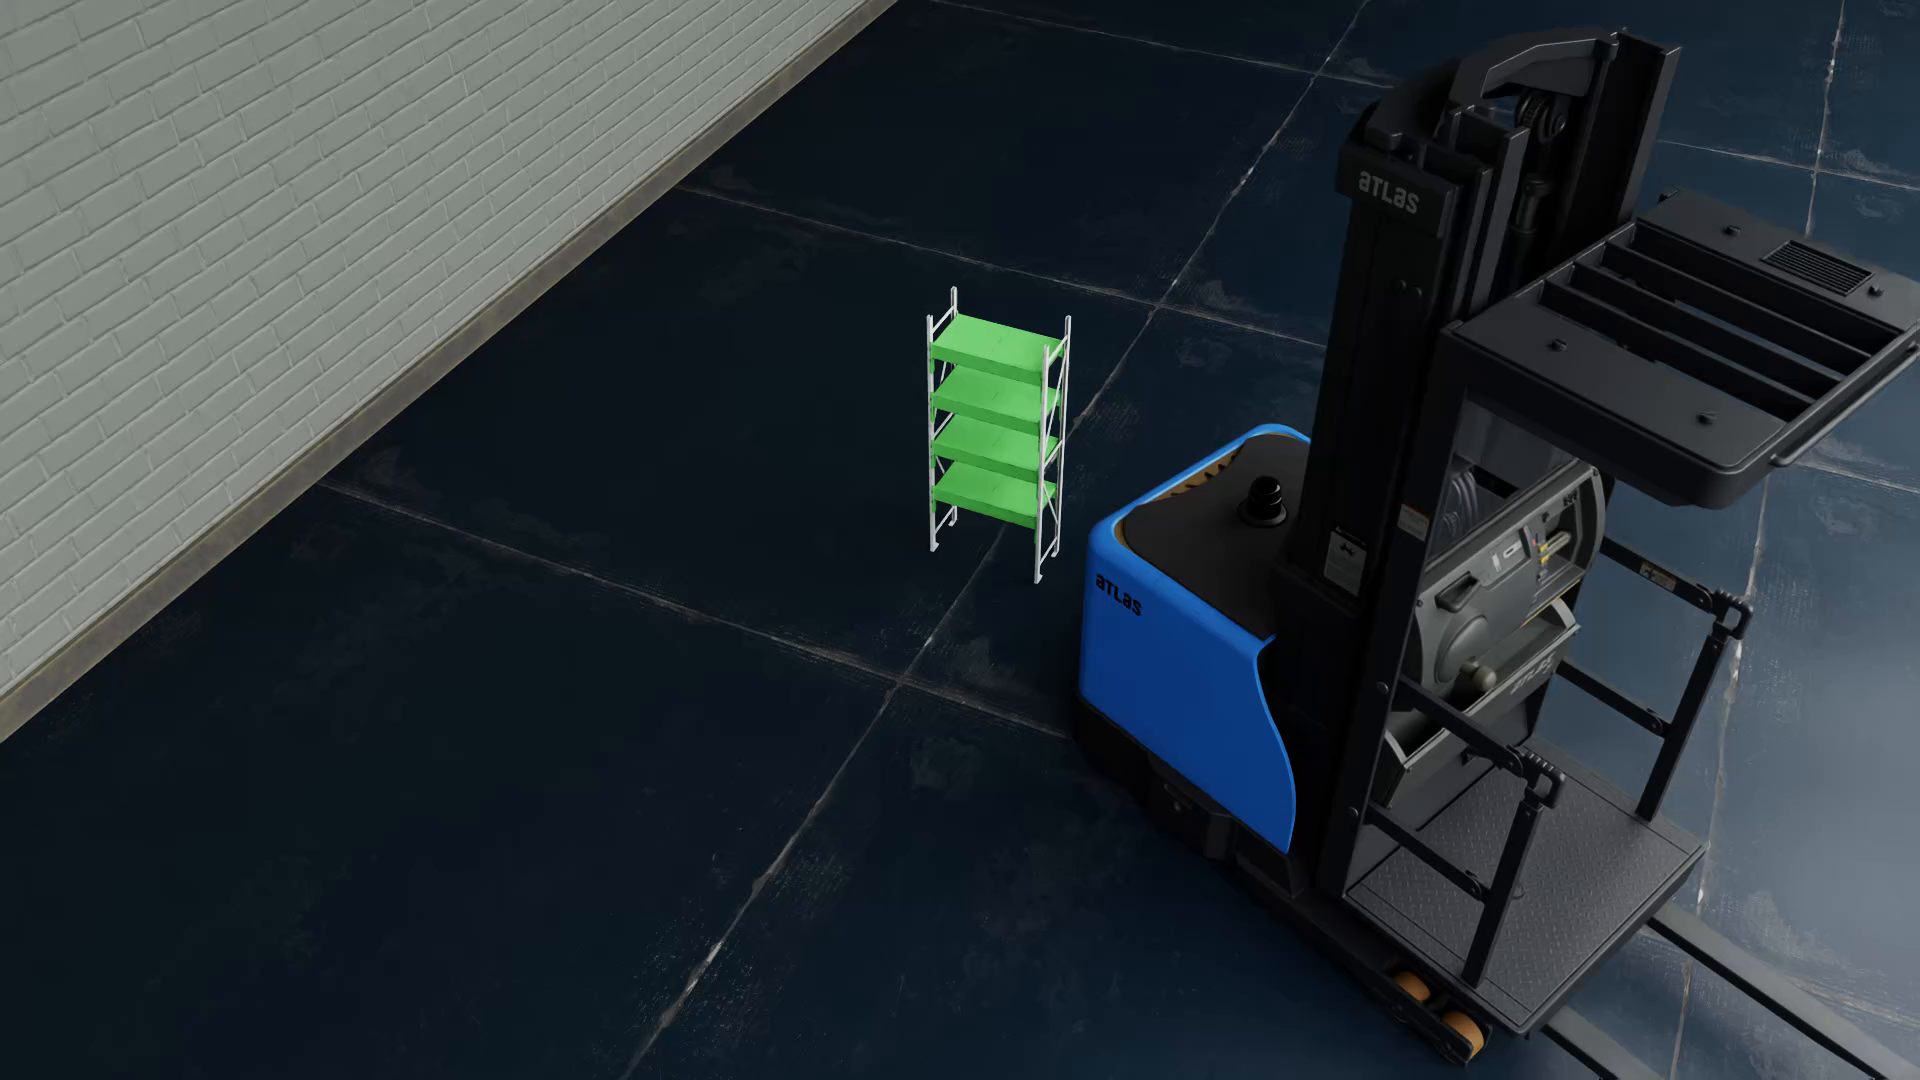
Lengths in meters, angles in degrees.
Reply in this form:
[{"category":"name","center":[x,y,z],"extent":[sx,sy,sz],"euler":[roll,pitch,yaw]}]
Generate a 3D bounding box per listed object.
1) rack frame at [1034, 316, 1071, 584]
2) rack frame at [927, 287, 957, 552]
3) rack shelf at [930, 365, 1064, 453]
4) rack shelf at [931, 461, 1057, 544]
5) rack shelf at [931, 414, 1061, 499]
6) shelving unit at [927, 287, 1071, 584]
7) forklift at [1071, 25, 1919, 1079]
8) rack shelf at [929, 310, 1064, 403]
[{"category":"rack frame","center":[0.371,-0.340,6.726],"extent":[0.015,1.200,0.240],"euler":[17,44,19]},{"category":"rack frame","center":[-0.071,-0.475,6.882],"extent":[0.015,1.200,0.240],"euler":[17,44,19]},{"category":"rack shelf","center":[0.150,-0.541,6.689],"extent":[0.480,0.148,0.258],"euler":[17,44,19]},{"category":"rack shelf","center":[0.150,-0.178,7.003],"extent":[0.480,0.148,0.258],"euler":[17,44,19]},{"category":"rack shelf","center":[0.150,-0.359,6.846],"extent":[0.480,0.148,0.258],"euler":[17,44,19]},{"category":"shelving unit","center":[0.150,-0.408,6.804],"extent":[0.503,1.200,0.258],"euler":[17,44,19]},{"category":"forklift","center":[1.772,0.181,4.804],"extent":[1.130,2.935,3.031],"euler":[-30,49,-30]},{"category":"rack shelf","center":[0.150,-0.722,6.532],"extent":[0.480,0.148,0.258],"euler":[17,44,19]}]
